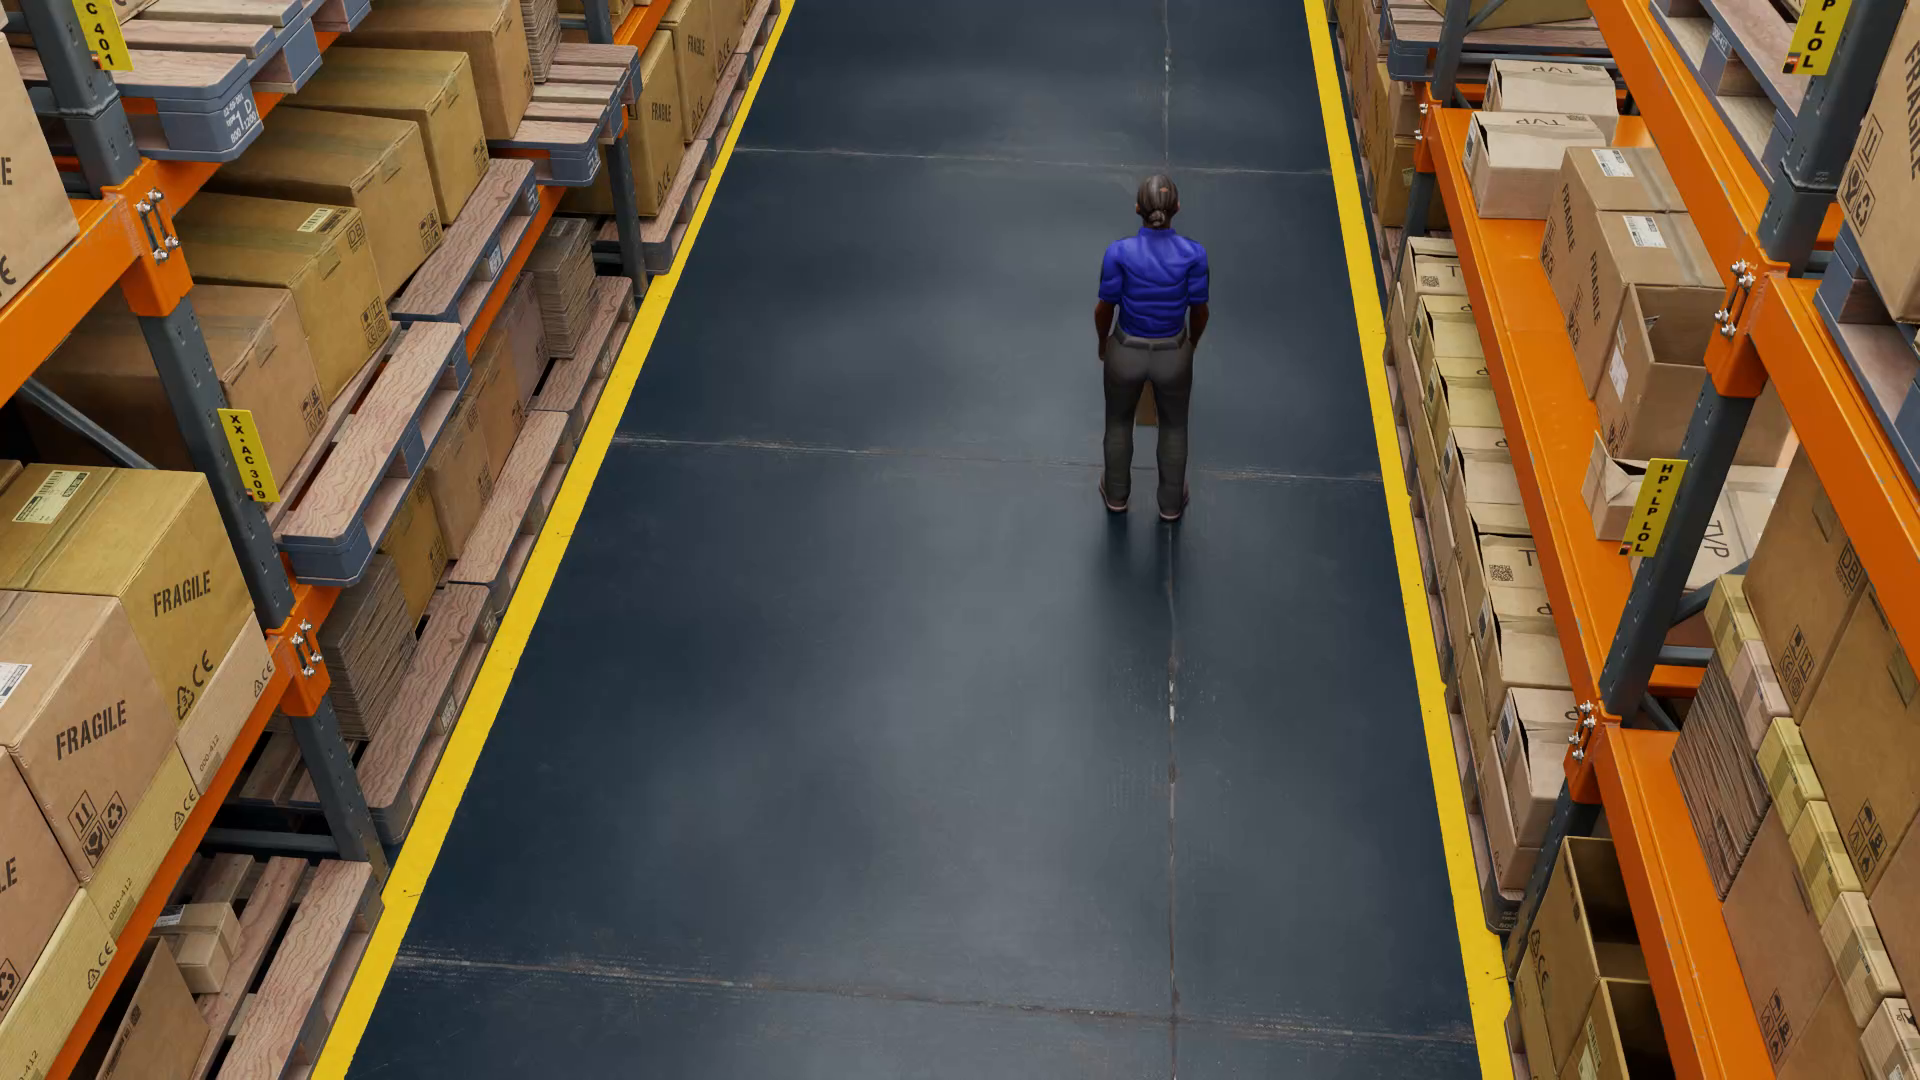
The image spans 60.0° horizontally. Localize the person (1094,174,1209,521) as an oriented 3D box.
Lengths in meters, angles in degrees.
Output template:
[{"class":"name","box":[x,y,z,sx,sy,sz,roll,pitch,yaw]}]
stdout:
[{"class":"person","box":[0.810,-0.807,7.109,0.494,1.659,0.398,2,40,3]}]
